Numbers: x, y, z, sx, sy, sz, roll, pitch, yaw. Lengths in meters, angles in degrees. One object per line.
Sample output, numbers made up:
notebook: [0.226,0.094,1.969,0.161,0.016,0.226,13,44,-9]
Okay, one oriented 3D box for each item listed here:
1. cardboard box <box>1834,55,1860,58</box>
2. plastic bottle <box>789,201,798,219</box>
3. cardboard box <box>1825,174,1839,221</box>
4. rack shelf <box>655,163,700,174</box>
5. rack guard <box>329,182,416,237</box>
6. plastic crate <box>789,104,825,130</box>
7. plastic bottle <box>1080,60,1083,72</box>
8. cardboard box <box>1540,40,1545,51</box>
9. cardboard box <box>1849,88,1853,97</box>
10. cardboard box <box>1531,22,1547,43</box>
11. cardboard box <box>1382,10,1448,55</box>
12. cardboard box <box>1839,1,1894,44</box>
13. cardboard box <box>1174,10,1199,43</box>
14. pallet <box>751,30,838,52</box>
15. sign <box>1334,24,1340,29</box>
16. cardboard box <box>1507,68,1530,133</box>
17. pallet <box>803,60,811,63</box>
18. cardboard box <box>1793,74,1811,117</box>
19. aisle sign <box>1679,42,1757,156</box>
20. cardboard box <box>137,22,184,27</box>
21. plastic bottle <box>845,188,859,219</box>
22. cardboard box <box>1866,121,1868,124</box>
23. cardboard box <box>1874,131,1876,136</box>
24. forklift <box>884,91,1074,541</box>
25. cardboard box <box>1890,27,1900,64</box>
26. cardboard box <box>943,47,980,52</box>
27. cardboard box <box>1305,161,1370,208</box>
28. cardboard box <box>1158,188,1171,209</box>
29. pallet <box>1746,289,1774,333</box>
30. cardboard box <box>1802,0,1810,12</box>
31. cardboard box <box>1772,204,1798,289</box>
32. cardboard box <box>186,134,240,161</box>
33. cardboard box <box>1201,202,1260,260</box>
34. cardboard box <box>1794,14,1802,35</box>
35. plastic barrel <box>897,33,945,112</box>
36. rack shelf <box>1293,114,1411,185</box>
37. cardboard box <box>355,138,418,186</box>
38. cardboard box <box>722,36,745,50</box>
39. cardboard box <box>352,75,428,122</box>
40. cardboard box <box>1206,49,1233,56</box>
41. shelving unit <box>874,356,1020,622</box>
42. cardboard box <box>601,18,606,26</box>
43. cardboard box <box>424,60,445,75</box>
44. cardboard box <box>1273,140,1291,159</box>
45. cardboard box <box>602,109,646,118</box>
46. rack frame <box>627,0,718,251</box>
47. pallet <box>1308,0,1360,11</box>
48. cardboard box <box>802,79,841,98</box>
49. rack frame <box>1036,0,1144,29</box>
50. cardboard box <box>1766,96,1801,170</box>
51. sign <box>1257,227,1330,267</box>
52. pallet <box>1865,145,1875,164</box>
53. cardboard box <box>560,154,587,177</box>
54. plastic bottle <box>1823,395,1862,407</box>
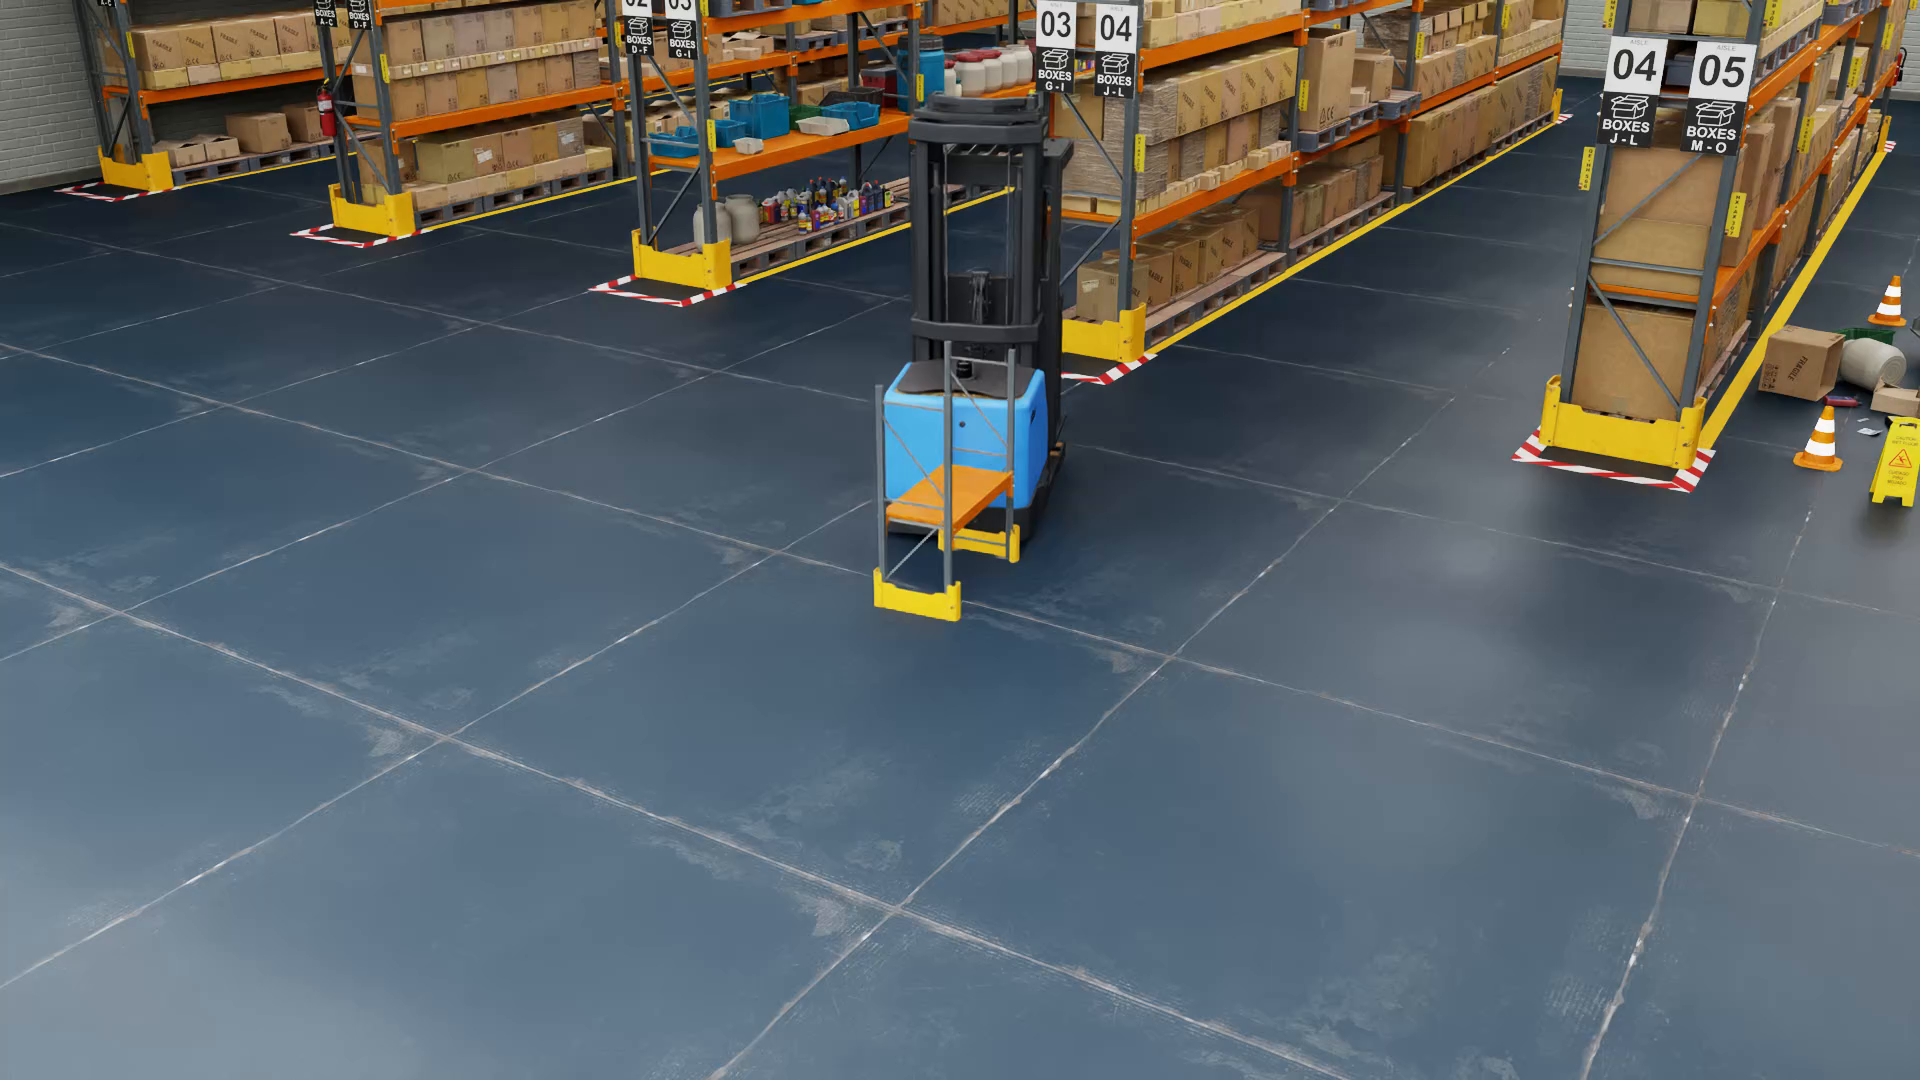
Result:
cardboard box: [11.039,-5.983,20.834,0.380,0.149,0.250,13,27,27]
plastic bottle: [-2.028,-4.021,20.231,0.097,0.201,0.097,0,23,0]
cardboard box: [10.376,-4.209,20.315,0.500,0.500,0.500,14,27,30]
rack shelf: [-2.009,-4.630,19.394,0.831,0.071,3.687,14,27,29]
rack guard: [-7.283,-4.103,20.599,1.175,0.500,0.348,14,27,29]
plastic crate: [-1.910,-5.073,19.959,0.450,0.188,0.662,14,27,29]
plastic bottle: [1.743,-6.972,24.241,0.097,0.271,0.097,0,23,0]
cardboard box: [9.138,-7.932,26.613,0.380,0.149,0.250,13,27,28]
cardboard box: [10.909,-5.619,20.742,0.380,0.149,0.250,15,28,31]
cardboard box: [9.017,-8.087,26.469,0.500,0.250,0.500,13,27,27]
cardboard box: [6.109,-6.850,22.410,0.797,0.503,0.637,15,27,30]
cardboard box: [12.079,-6.900,22.155,0.500,0.500,0.500,15,27,30]
cardboard box: [1.885,-4.773,15.412,0.500,0.250,0.500,13,27,28]
pallet: [-2.752,-8.114,26.959,1.213,0.211,1.003,14,27,29]
sign: [4.891,-6.528,21.596,0.100,0.325,0.005,14,27,29]
cardboard box: [8.365,-6.959,26.195,0.875,0.875,0.875,14,27,29]
pallet: [-3.396,-10.129,34.883,1.003,0.211,1.213,14,27,29]
cardboard box: [8.208,-4.476,16.929,0.700,0.500,0.500,14,27,29]
aisle sign: [5.522,-3.214,12.126,0.394,0.787,0.004,14,27,29]
cardboard box: [-11.139,-6.951,23.251,0.500,0.500,0.500,14,27,30]
plastic bottle: [-1.320,-4.104,20.235,0.144,0.351,0.185,14,27,29]
cardboard box: [12.952,-6.005,24.156,0.380,0.149,0.250,13,27,27]
cardboard box: [13.436,-6.115,24.785,0.380,0.149,0.250,13,26,27]
forklift: [0.231,-1.893,12.432,1.130,2.935,3.031,4,24,10]
cardboard box: [13.191,-7.139,23.964,0.500,0.500,0.500,14,27,29]
cardboard box: [0.046,-9.000,31.353,0.797,0.503,0.637,14,27,29]
cardboard box: [4.746,-4.516,20.998,0.700,0.500,0.500,11,26,25]
cardboard box: [1.790,-3.274,15.853,0.380,0.149,0.250,14,27,29]
pallet: [7.757,-2.454,17.154,1.003,0.211,1.213,14,27,29]
cardboard box: [6.840,-4.582,13.942,0.500,0.250,0.500,14,27,29]
cardboard box: [8.178,-3.171,17.603,1.050,0.750,0.750,14,27,29]
cardboard box: [-10.738,-5.670,23.903,0.500,0.311,0.500,16,28,33]
cardboard box: [3.009,-3.450,18.562,0.500,0.500,0.500,13,27,27]
cardboard box: [6.690,-4.252,13.683,0.380,0.149,0.250,14,27,29]
plastic barrel: [-0.493,-5.866,20.894,0.600,0.901,0.708,14,27,29]
rack shelf: [4.309,-4.876,20.144,1.077,0.370,4.000,14,27,29]
cardboard box: [-7.240,-4.777,20.997,0.500,0.500,0.500,14,27,29]
cardboard box: [-3.686,-7.656,25.772,0.500,0.311,0.500,14,27,28]
cardboard box: [-7.013,-5.459,20.459,0.700,0.500,0.500,14,27,29]
cardboard box: [2.538,-4.905,17.545,0.500,0.500,0.500,14,27,29]
shelving unit: [-0.073,-0.407,10.803,0.587,1.500,1.083,10,25,22]
cardboard box: [-6.510,-9.218,29.558,0.380,0.149,0.250,14,27,28]
cardboard box: [-6.610,-5.863,20.575,0.380,0.149,0.250,14,27,29]
cardboard box: [3.390,-4.282,18.181,0.380,0.149,0.250,14,27,29]
cardboard box: [-4.921,-6.170,24.454,0.500,0.311,0.500,15,27,30]
rack frame: [-3.064,-4.219,17.720,1.000,3.000,0.127,14,27,29]
pallet: [3.670,-6.008,18.312,1.213,0.211,1.003,14,27,29]
cardboard box: [-2.296,-7.285,27.395,0.500,0.500,0.500,13,27,27]
rack frame: [1.144,-5.934,14.131,1.000,3.000,0.127,14,27,29]
cardboard box: [6.999,-3.695,14.961,0.875,0.550,0.550,14,27,29]
sign: [3.730,-7.040,22.274,4.953,4.558,7.829,14,27,29]
pallet: [13.246,-5.936,25.196,1.003,0.211,1.213,14,27,29]
cardboard box: [-5.491,-5.170,22.850,0.500,0.250,0.500,14,27,29]
plastic bottle: [7.674,-1.203,14.453,0.283,0.061,0.133,5,24,11]
